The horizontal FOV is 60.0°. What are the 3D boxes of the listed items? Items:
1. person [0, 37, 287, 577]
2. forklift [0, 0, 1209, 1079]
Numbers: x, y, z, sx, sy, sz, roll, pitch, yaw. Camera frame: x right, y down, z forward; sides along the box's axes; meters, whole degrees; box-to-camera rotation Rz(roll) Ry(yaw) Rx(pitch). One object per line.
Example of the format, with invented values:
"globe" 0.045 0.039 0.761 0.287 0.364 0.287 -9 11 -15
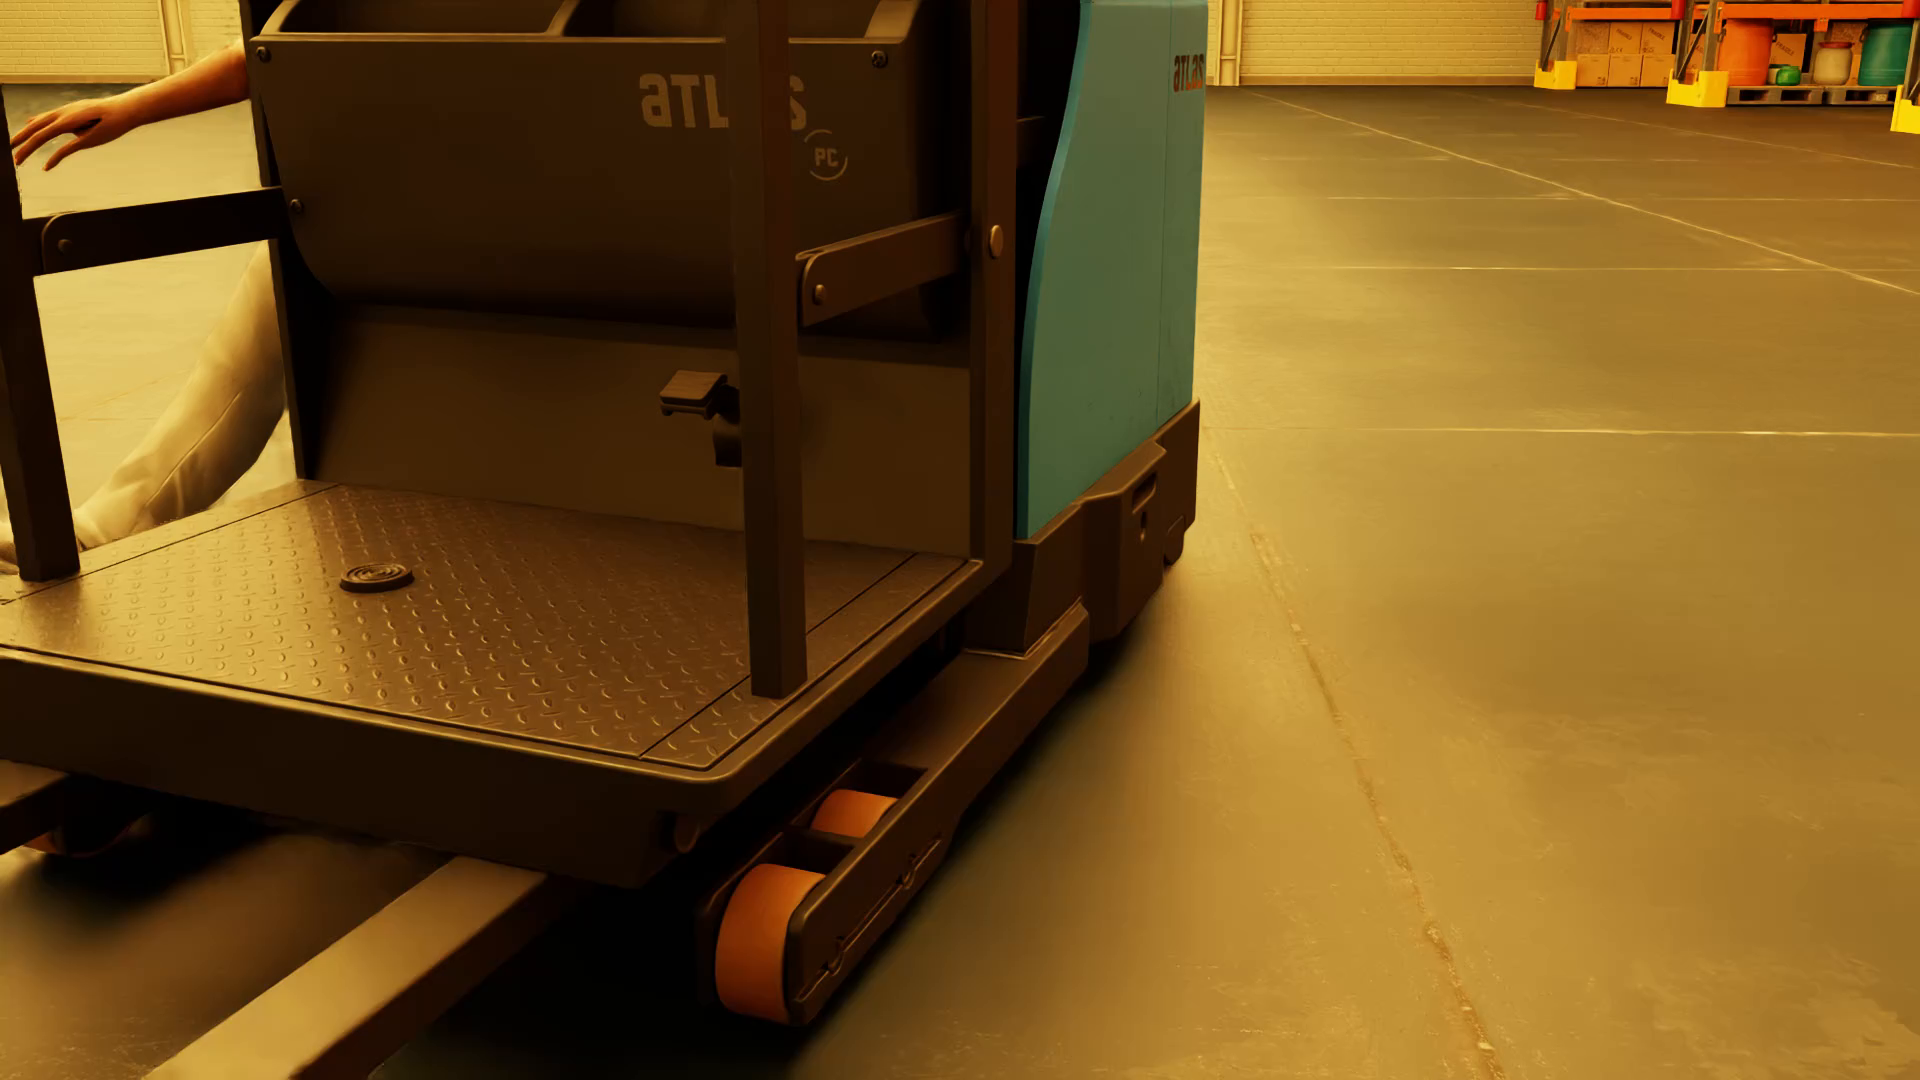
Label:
"person" -1.057 -0.541 2.544 1.044 1.492 0.880 -10 20 -30
"forklift" -0.547 -1.032 1.753 1.130 2.935 3.031 7 18 20
